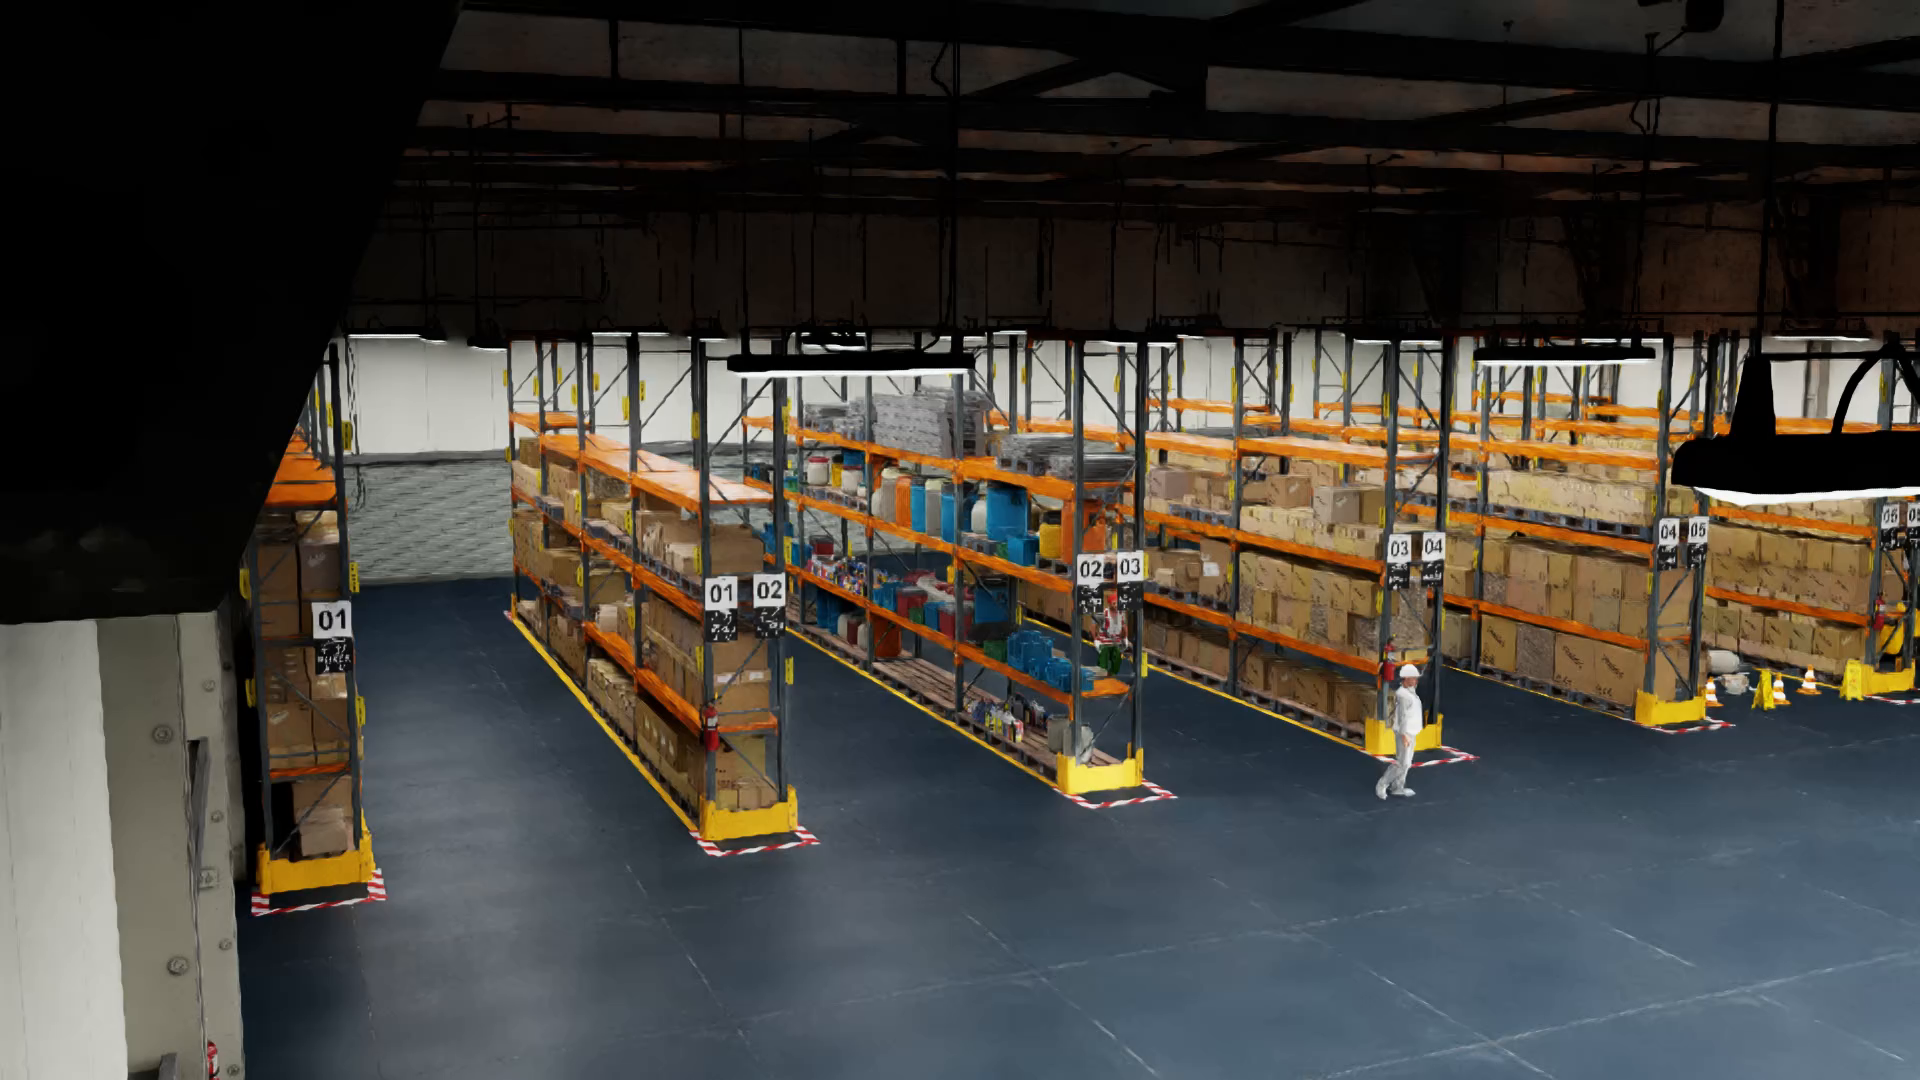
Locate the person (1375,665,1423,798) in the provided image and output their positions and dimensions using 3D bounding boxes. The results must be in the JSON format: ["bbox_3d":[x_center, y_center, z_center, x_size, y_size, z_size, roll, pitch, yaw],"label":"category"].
[{"bbox_3d":[5.745,2.510,21.753,0.521,1.763,0.715,4,9,26],"label":"person"}]

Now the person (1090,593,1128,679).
[{"bbox_3d":[2.489,1.727,27.638,0.677,1.741,0.551,-3,8,-23],"label":"person"}]
